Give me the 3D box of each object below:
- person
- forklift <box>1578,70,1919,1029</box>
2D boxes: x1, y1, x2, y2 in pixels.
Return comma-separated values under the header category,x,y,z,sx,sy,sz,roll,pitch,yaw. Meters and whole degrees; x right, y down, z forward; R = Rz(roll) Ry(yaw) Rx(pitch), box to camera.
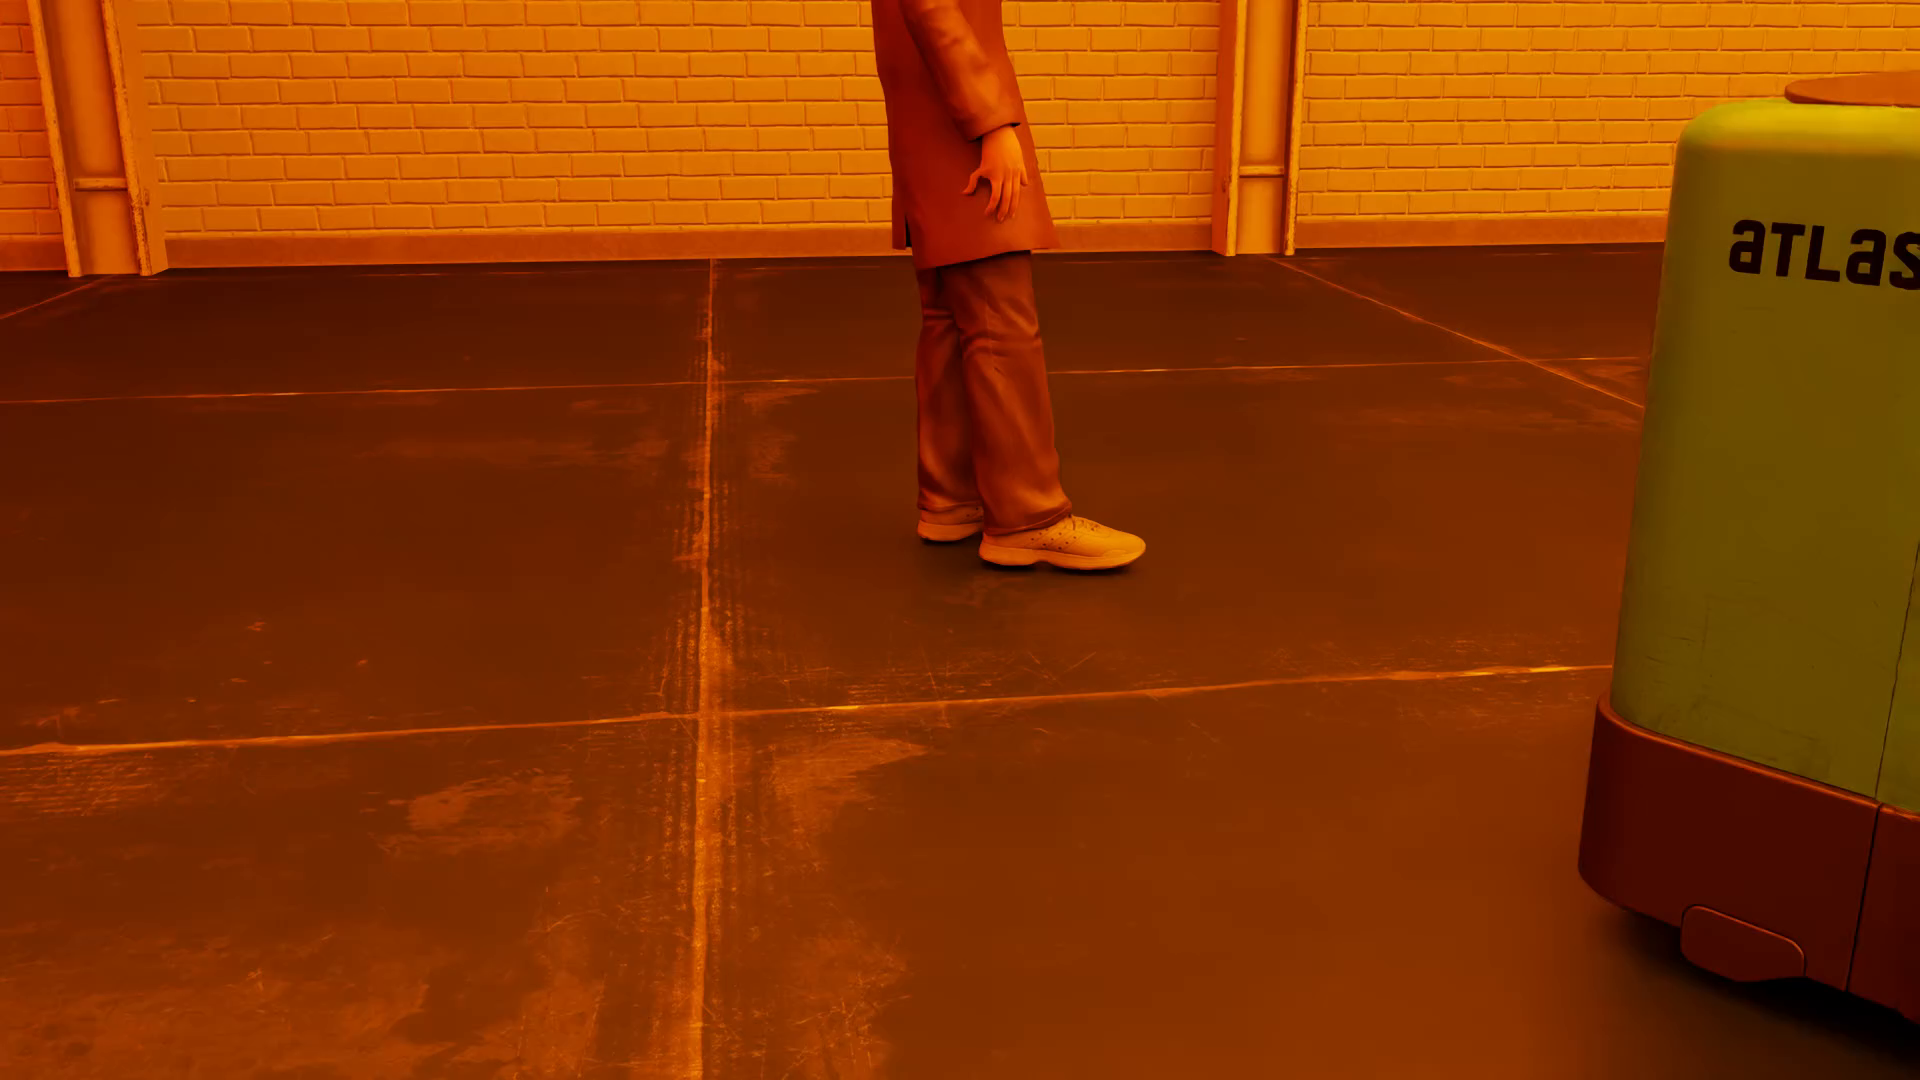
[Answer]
category,x,y,z,sx,sy,sz,roll,pitch,yaw
person,0.092,-0.861,3.716,0.579,1.778,0.696,-2,17,-8
forklift,2.192,-0.662,1.084,1.130,2.935,3.031,-15,22,-40
